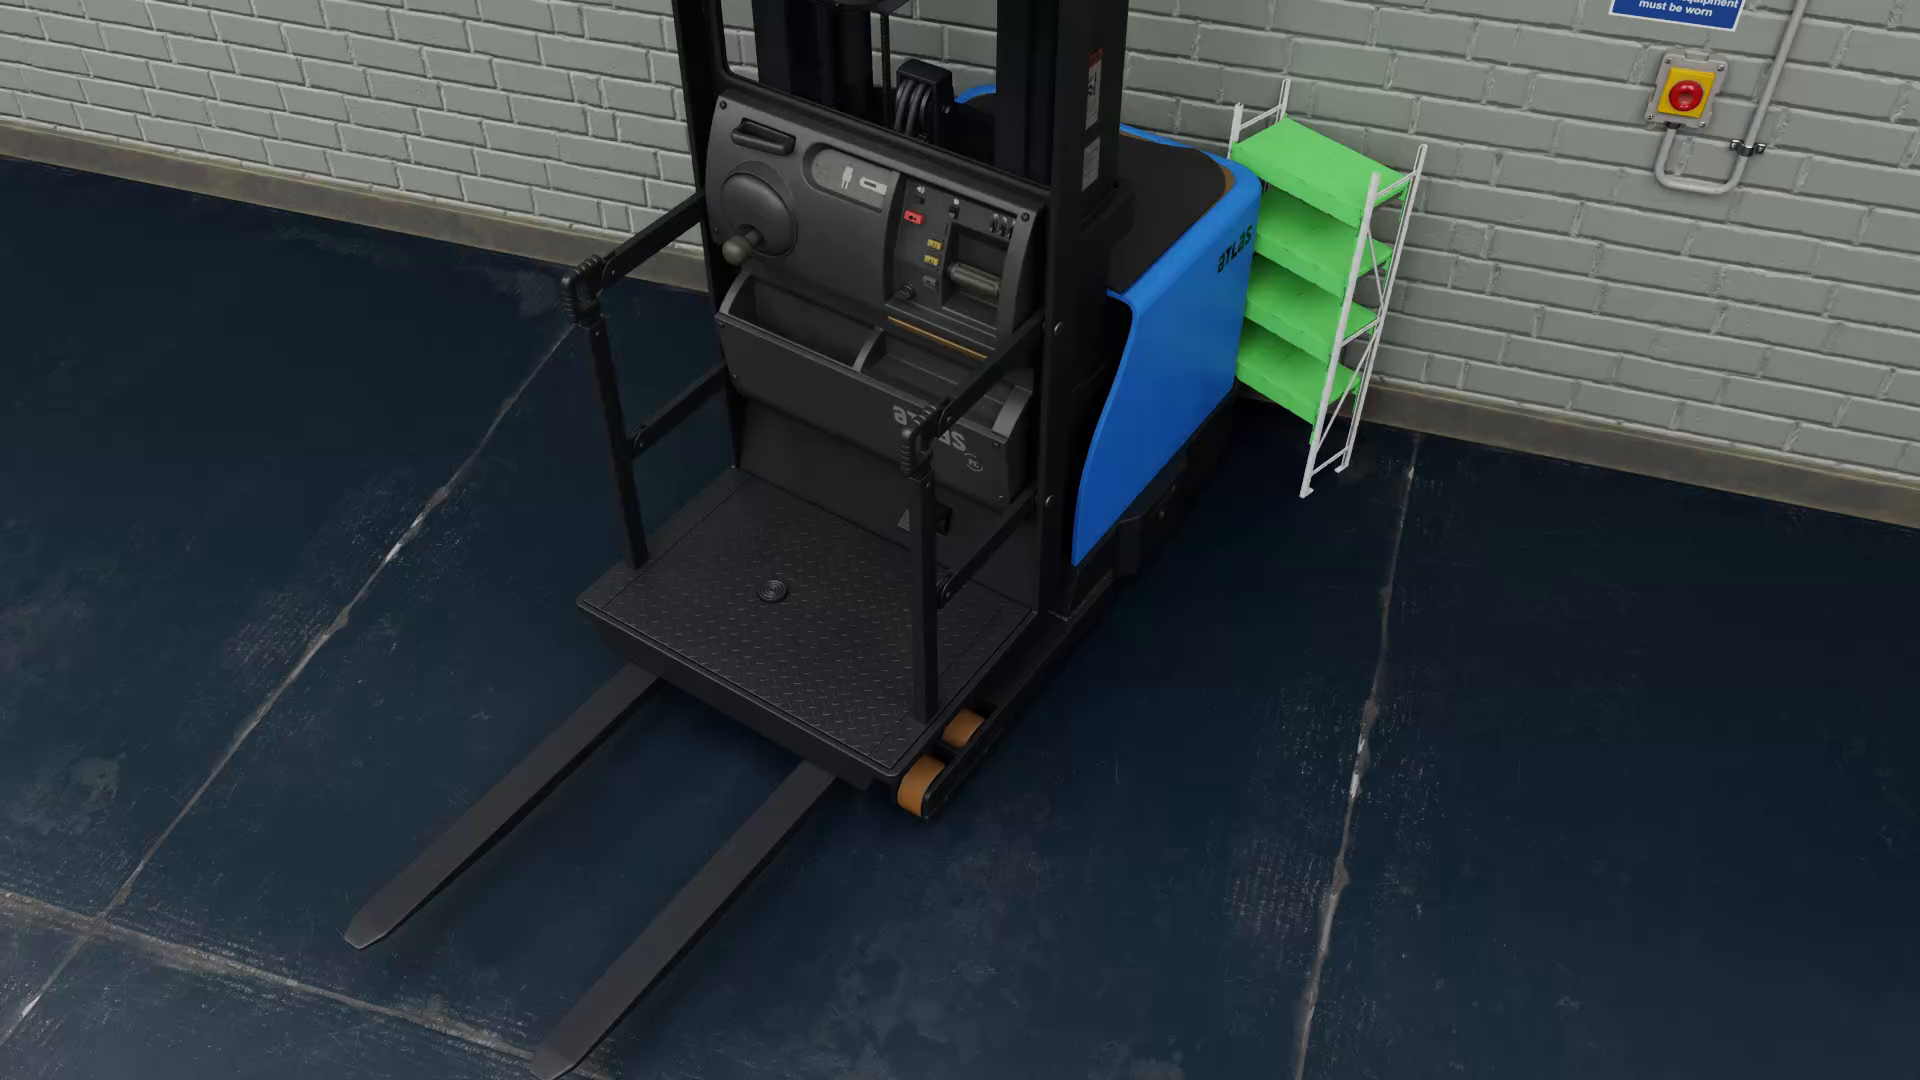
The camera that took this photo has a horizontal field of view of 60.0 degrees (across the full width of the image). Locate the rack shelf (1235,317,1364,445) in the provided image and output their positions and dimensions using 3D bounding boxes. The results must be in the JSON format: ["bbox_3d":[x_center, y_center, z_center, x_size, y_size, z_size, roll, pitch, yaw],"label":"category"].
[{"bbox_3d":[1.032,-0.533,5.365,0.258,0.148,0.480,-32,54,-30],"label":"rack shelf"}]

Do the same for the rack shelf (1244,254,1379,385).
[{"bbox_3d":[1.038,-0.705,5.198,0.258,0.148,0.480,-32,54,-30],"label":"rack shelf"}]

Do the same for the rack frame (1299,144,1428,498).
[{"bbox_3d":[1.207,-0.624,5.028,0.240,1.200,0.015,-32,54,-30],"label":"rack frame"}]

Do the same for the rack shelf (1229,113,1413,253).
[{"bbox_3d":[1.050,-1.050,4.864,0.258,0.148,0.480,-32,54,-30],"label":"rack shelf"}]

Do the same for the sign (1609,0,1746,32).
[{"bbox_3d":[1.922,-1.475,4.420,0.327,0.218,0.001,13,46,13],"label":"sign"}]

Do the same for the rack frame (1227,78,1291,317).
[{"bbox_3d":[0.873,-0.878,5.278,0.240,1.200,0.015,-32,54,-30],"label":"rack frame"}]

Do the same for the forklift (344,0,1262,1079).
[{"bbox_3d":[-0.348,-0.687,3.856,1.130,2.935,3.031,25,50,24],"label":"forklift"}]

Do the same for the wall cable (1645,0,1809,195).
[{"bbox_3d":[1.949,-1.702,4.096,0.585,1.953,0.123,13,46,13],"label":"wall cable"}]

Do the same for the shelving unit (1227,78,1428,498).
[{"bbox_3d":[1.040,-0.751,5.153,0.258,1.200,0.503,-32,54,-30],"label":"shelving unit"}]

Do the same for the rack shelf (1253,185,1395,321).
[{"bbox_3d":[1.044,-0.877,5.031,0.258,0.148,0.480,-32,54,-30],"label":"rack shelf"}]
